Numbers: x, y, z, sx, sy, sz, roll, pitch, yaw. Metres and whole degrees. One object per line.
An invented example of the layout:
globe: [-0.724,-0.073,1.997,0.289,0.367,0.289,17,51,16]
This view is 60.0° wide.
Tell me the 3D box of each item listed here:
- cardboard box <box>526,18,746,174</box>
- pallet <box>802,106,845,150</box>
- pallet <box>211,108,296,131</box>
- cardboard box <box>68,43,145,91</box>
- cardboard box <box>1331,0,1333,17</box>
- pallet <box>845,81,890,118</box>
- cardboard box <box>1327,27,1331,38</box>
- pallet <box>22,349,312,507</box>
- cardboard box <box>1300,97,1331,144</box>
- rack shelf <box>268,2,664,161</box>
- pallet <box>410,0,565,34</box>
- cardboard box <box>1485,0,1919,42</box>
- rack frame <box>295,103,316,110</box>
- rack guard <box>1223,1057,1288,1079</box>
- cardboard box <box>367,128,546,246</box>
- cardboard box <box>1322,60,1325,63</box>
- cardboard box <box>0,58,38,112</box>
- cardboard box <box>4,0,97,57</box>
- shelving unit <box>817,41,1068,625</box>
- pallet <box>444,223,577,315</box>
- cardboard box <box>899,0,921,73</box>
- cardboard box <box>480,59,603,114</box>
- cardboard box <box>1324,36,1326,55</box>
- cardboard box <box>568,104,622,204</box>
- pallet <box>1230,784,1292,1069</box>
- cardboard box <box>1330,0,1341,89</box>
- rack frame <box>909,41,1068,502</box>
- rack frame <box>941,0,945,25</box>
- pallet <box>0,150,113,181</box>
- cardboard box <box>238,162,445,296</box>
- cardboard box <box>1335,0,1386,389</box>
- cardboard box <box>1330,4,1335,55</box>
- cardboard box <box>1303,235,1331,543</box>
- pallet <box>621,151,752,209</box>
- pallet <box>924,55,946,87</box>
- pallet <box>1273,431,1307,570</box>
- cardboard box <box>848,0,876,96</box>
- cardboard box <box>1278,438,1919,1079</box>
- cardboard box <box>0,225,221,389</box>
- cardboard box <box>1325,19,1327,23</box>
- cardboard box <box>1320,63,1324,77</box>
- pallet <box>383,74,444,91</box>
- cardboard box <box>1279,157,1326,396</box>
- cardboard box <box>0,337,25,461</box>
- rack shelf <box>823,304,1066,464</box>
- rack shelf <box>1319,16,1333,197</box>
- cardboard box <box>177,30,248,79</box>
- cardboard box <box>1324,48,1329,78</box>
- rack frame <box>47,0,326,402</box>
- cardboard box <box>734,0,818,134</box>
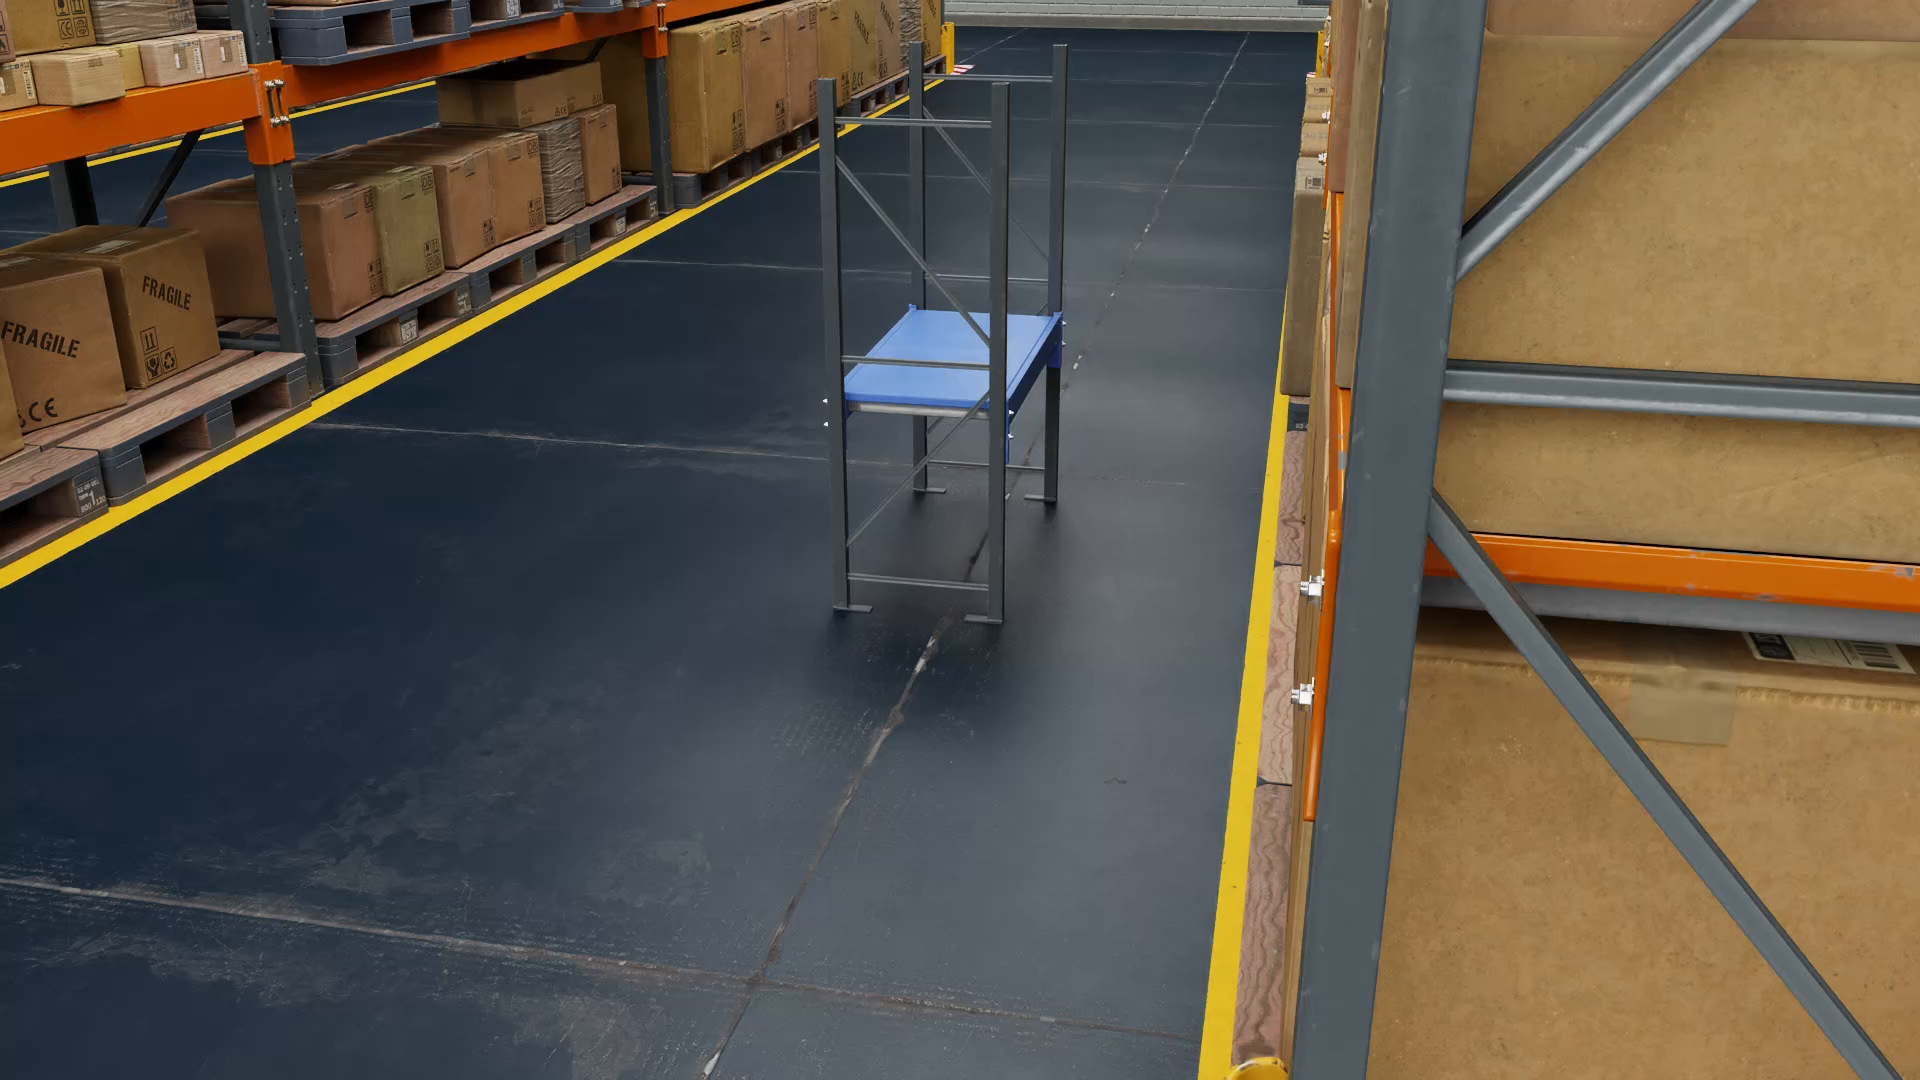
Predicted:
cardboard box: [-2.135,-2.930,10.895,1.225,0.875,0.875,3,22,8]
pallet: [-1.564,-3.351,13.392,1.003,0.211,1.213,4,22,11]
pallet: [-6.527,-3.738,14.351,1.003,0.211,1.213,4,22,11]
cardboard box: [-3.039,-1.612,5.676,0.380,0.149,0.250,4,22,11]
cardboard box: [2.082,-2.771,8.085,0.500,0.500,0.500,4,22,10]
pallet: [-1.248,-3.911,14.782,1.003,0.211,1.213,4,22,11]
cardboard box: [2.839,-3.456,11.698,0.500,0.250,0.500,5,22,12]
pallet: [-3.215,-0.465,6.225,1.003,0.211,1.213,4,22,11]
cardboard box: [2.151,-1.670,7.934,1.050,0.750,0.750,5,22,12]
rack shelf: [-2.704,-2.404,8.272,1.077,0.370,4.000,4,22,11]
pallet: [-2.660,-2.654,8.184,1.003,0.211,1.213,4,22,11]
cardboard box: [1.020,-0.832,1.758,0.875,0.550,0.550,4,22,11]
rack frame: [-6.329,-5.310,14.523,1.000,3.000,0.127,4,22,11]
rack guard: [0.901,1.040,2.103,1.175,0.500,0.348,4,22,11]
cardboard box: [-2.623,-1.856,8.704,0.700,0.500,0.500,6,23,15]
cardboard box: [3.574,-4.407,15.535,0.380,0.149,0.250,5,22,12]
cardboard box: [-3.161,-1.430,5.226,0.380,0.149,0.250,4,22,11]
cardboard box: [-3.401,-1.851,5.402,0.875,0.500,0.500,4,22,11]
shelving unit: [-0.017,-0.664,4.996,0.538,1.500,1.048,4,22,11]
pallet: [-2.708,-1.446,8.660,1.003,0.211,1.213,4,22,11]
cardboard box: [-0.902,-5.032,16.114,0.875,0.875,0.875,4,22,11]
cardboard box: [-2.404,-2.615,9.584,0.500,0.250,0.500,5,23,13]
cardboard box: [3.367,-4.298,14.469,0.380,0.149,0.250,4,22,9]
cardboard box: [-2.414,-2.268,9.726,0.700,0.500,0.500,3,22,8]
pallet: [0.993,0.866,2.920,1.003,0.211,1.213,4,22,11]
cardboard box: [1.567,-1.849,5.796,0.500,0.500,0.500,4,22,11]
rack frame: [0.086,-0.850,5.458,0.500,1.500,0.032,4,22,11]
rack frame: [-0.664,-6.395,17.218,1.000,3.000,0.127,4,22,11]
pallet: [-7.025,-2.845,12.136,1.003,0.211,1.213,4,22,11]
cardboard box: [-2.850,-1.447,7.689,0.700,0.500,0.500,4,22,11]
cardboard box: [1.028,-0.540,2.479,0.875,0.550,0.550,4,22,11]
cardboard box: [1.773,-2.219,6.714,0.500,0.500,0.500,5,22,11]
cardboard box: [1.345,-0.246,4.232,0.875,0.875,0.875,5,22,11]
pallet: [-2.062,-2.459,11.176,1.003,0.211,1.213,4,22,11]
pallet: [-0.751,-4.803,16.998,1.003,0.211,1.213,4,22,11]
pallet: [1.491,-0.026,5.136,1.003,0.211,1.213,4,22,11]
cardboard box: [-1.267,-4.377,14.488,0.875,0.875,0.875,4,22,11]
cardboard box: [0.980,0.409,2.605,0.875,0.875,0.875,5,22,11]
cardboard box: [-3.233,-0.899,6.354,0.500,0.500,0.500,4,22,9]
cardboard box: [3.732,-4.963,16.119,0.380,0.149,0.250,3,22,8]
cardboard box: [3.188,-3.866,13.795,0.380,0.149,0.250,4,22,9]
pallet: [-5.970,-4.736,16.830,1.003,0.211,1.213,4,22,11]
cardboard box: [1.761,-0.977,6.213,1.050,0.750,0.750,4,22,11]
cardboard box: [-3.393,-0.456,5.254,0.500,0.500,0.500,2,22,6]
rack shelf: [-0.017,-0.498,5.063,0.538,0.185,1.000,4,22,11]
rack shelf: [2.131,-1.989,7.241,1.077,0.370,4.000,4,22,11]
cardboard box: [-2.869,-1.789,6.117,0.380,0.149,0.250,4,22,11]
cardboard box: [2.514,-2.893,10.302,0.500,0.250,0.500,5,22,12]
rack frame: [-3.113,-2.007,6.321,1.000,3.000,0.127,4,22,11]
cardboard box: [-1.773,-3.579,12.508,1.225,0.875,0.875,4,22,9]
